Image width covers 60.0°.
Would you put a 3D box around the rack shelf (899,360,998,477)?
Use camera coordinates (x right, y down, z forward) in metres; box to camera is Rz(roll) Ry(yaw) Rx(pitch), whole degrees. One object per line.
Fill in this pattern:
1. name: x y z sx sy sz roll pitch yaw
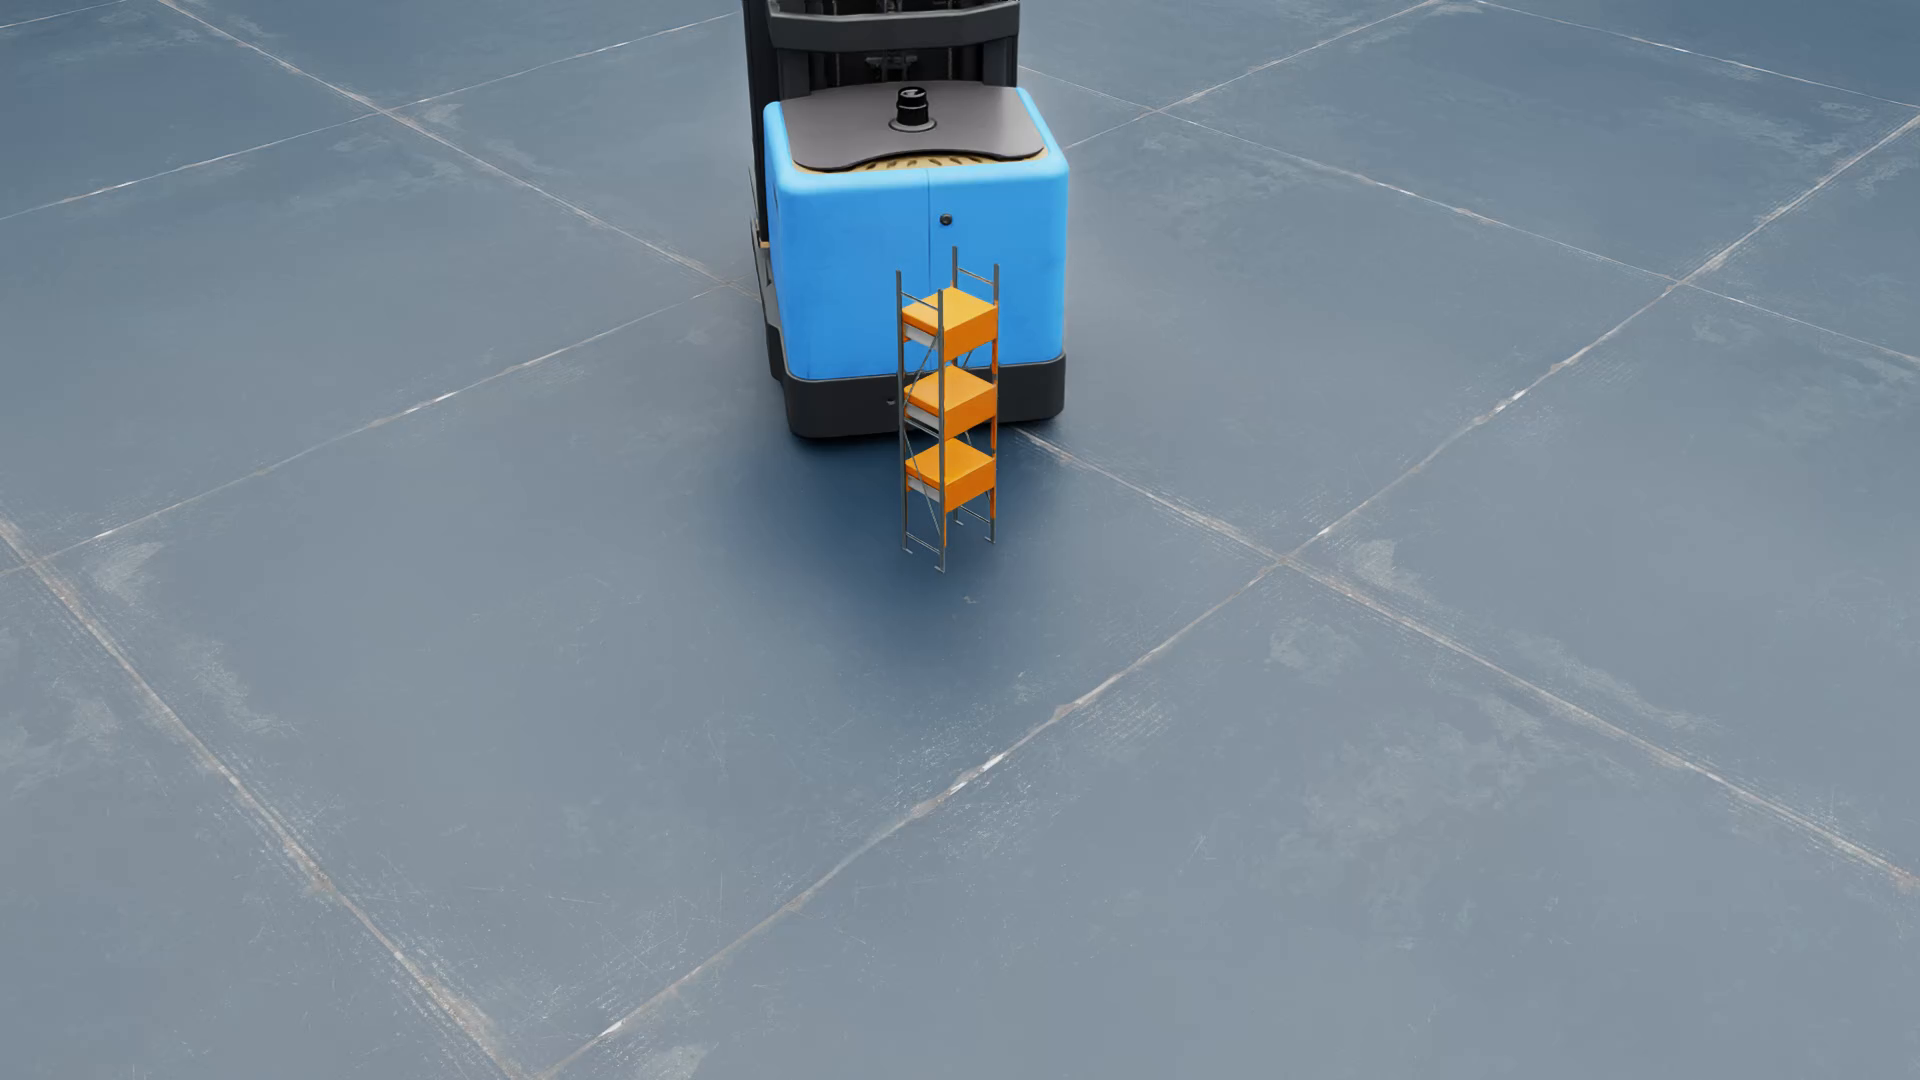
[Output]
1. rack shelf: -0.038 -0.400 5.425 0.215 0.259 0.240 30 45 35

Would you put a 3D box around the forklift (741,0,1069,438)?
1. forklift: -0.352 -2.414 6.649 1.130 2.935 3.031 -5 35 -8

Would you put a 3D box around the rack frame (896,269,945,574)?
1. rack frame: -0.124 -0.359 5.348 0.200 1.050 0.008 30 45 35

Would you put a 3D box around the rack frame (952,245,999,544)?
1. rack frame: 0.048 -0.458 5.490 0.200 1.050 0.008 30 45 35

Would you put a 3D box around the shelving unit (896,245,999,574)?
1. shelving unit: -0.038 -0.409 5.419 0.215 1.050 0.252 30 45 35

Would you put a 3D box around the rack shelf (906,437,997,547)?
1. rack shelf: -0.038 -0.172 5.584 0.215 0.259 0.240 30 45 35

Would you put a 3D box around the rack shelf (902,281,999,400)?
1. rack shelf: -0.038 -0.633 5.262 0.215 0.259 0.240 30 45 35
